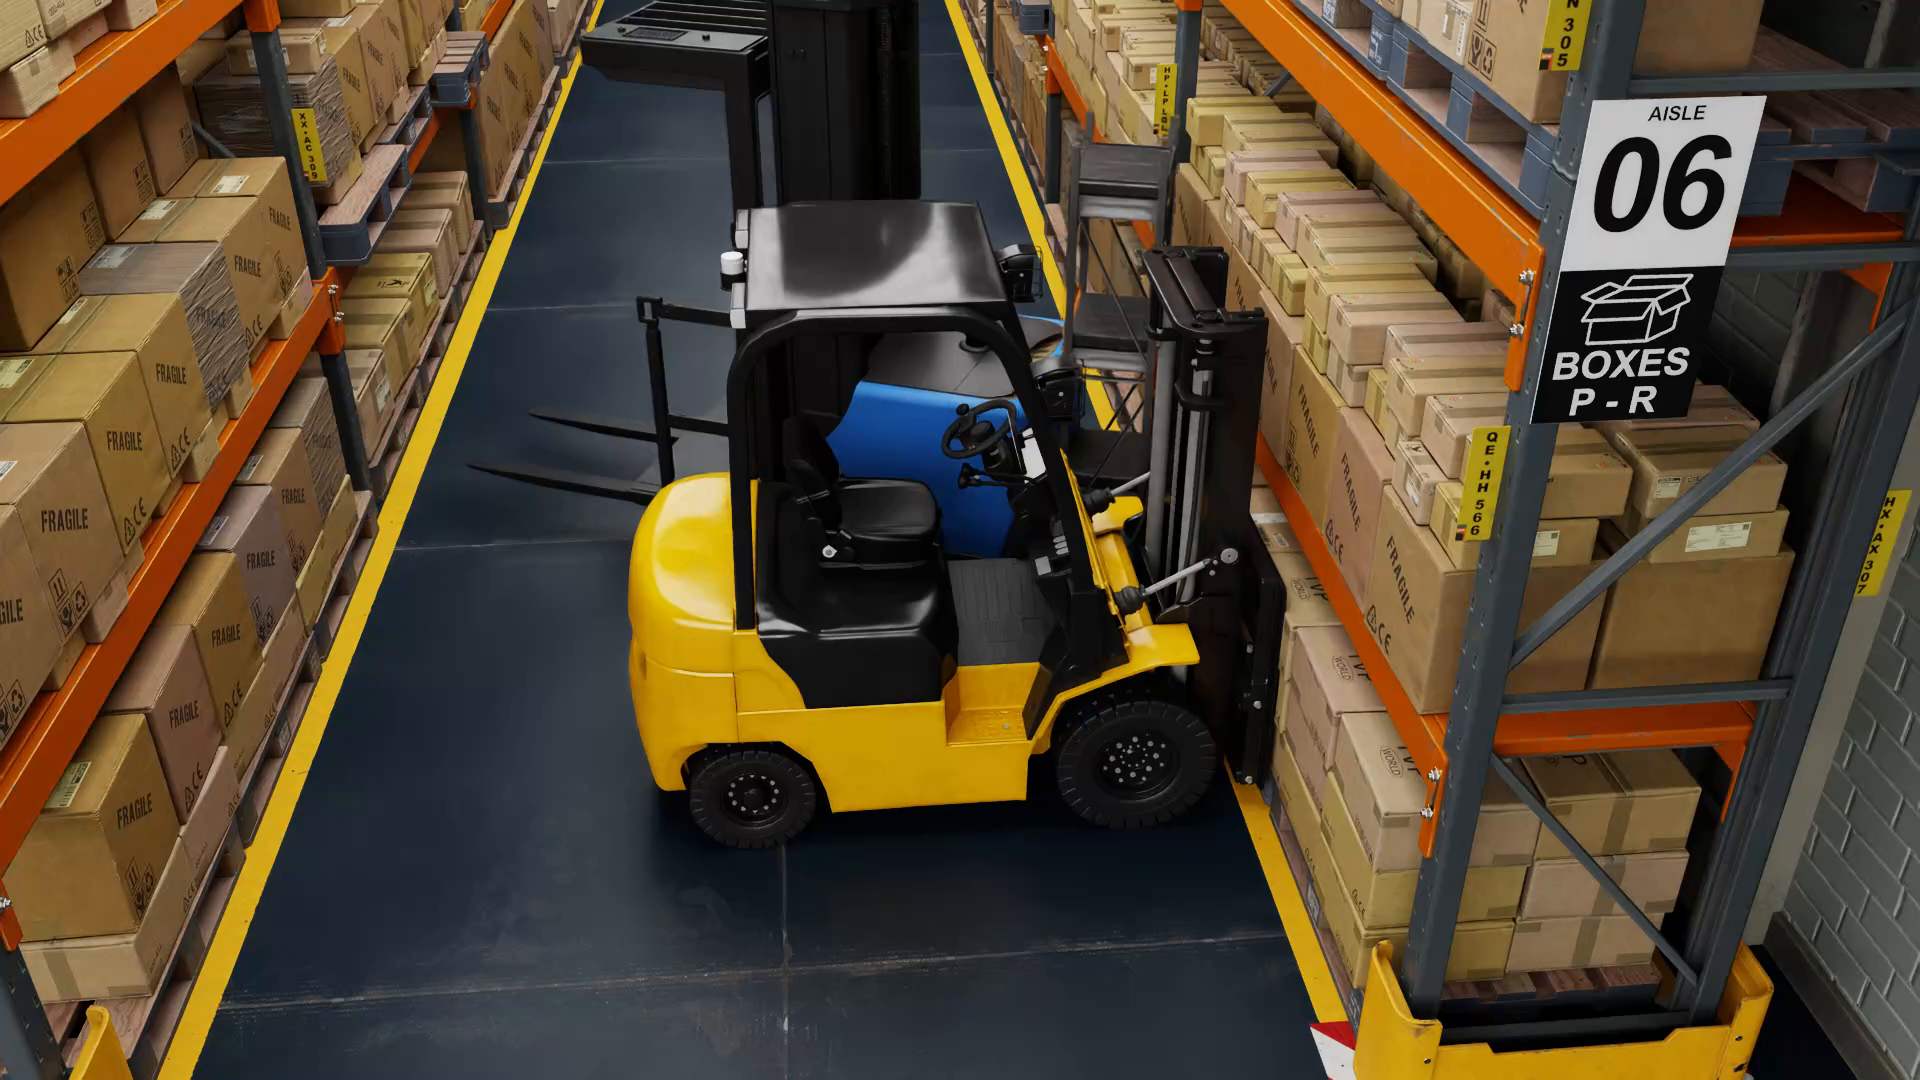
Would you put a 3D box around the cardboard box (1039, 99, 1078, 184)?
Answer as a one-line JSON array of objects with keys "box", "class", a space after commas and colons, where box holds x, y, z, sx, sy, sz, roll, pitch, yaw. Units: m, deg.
[{"box": [0.862, -2.958, 12.304, 0.500, 0.500, 0.500, -2, 31, -3], "class": "cardboard box"}]

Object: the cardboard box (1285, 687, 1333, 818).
[{"box": [1.470, 0.735, 5.879, 0.500, 0.250, 0.500, -3, 31, -5], "class": "cardboard box"}]

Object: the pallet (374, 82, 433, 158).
[{"box": [-3.600, -2.314, 9.386, 1.003, 0.211, 1.213, -3, 31, -5], "class": "pallet"}]

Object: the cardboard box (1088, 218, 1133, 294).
[{"box": [1.293, -1.810, 10.261, 0.875, 0.625, 0.625, -4, 31, -7], "class": "cardboard box"}]

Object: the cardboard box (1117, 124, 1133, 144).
[{"box": [1.130, -2.039, 8.885, 0.500, 0.250, 0.500, -3, 31, -5], "class": "cardboard box"}]

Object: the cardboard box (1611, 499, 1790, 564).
[{"box": [2.090, -0.067, 4.708, 0.380, 0.149, 0.250, -4, 31, -6], "class": "cardboard box"}]

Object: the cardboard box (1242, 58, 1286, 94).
[{"box": [1.675, -2.381, 8.581, 0.380, 0.149, 0.250, -3, 31, -5], "class": "cardboard box"}]

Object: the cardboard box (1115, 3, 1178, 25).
[{"box": [1.104, -3.003, 9.622, 0.380, 0.149, 0.250, -3, 31, -5], "class": "cardboard box"}]

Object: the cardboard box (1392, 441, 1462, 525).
[{"box": [1.499, -0.174, 4.887, 0.380, 0.149, 0.250, -2, 31, -4], "class": "cardboard box"}]

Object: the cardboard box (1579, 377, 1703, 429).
[{"box": [2.015, -0.461, 5.076, 0.380, 0.149, 0.250, -2, 31, -4], "class": "cardboard box"}]

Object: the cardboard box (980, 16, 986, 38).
[{"box": [0.398, -4.914, 15.922, 0.380, 0.149, 0.250, -4, 31, -6], "class": "cardboard box"}]

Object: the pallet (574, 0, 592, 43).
[{"box": [-4.310, -5.266, 16.861, 1.003, 0.211, 1.213, -3, 31, -5], "class": "pallet"}]

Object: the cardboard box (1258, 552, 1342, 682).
[{"box": [1.399, 0.273, 6.165, 0.500, 0.250, 0.500, -2, 31, -4], "class": "cardboard box"}]

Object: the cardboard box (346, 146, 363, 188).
[{"box": [-3.204, -1.861, 8.275, 0.380, 0.149, 0.250, -2, 31, -4], "class": "cardboard box"}]

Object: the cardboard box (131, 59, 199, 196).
[{"box": [-3.627, -1.728, 6.855, 0.700, 0.500, 0.500, -3, 31, -5], "class": "cardboard box"}]

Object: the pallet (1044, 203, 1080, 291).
[{"box": [1.154, -2.025, 11.435, 1.003, 0.211, 1.213, -3, 31, -5], "class": "pallet"}]

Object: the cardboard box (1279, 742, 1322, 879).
[{"box": [1.468, 0.961, 5.988, 0.500, 0.250, 0.500, -3, 31, -5], "class": "cardboard box"}]

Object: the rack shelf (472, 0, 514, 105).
[{"box": [-4.013, -4.117, 12.920, 1.077, 0.370, 4.000, -3, 31, -5], "class": "rack shelf"}]

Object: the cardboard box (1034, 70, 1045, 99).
[{"box": [0.761, -3.408, 12.427, 0.380, 0.149, 0.250, -4, 31, -7], "class": "cardboard box"}]

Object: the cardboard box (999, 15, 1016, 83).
[{"box": [0.623, -4.265, 14.493, 0.500, 0.500, 0.500, -3, 31, -5], "class": "cardboard box"}]

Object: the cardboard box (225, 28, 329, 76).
[{"box": [-3.144, -2.249, 7.661, 0.380, 0.149, 0.250, -3, 31, -5], "class": "cardboard box"}]

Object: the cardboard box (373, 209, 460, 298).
[{"box": [-3.706, -1.792, 10.478, 0.950, 0.372, 0.625, -3, 31, -6], "class": "cardboard box"}]

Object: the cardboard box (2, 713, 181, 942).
[{"box": [-2.881, 0.920, 5.325, 0.500, 0.500, 0.500, -4, 31, -6], "class": "cardboard box"}]

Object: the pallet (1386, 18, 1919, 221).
[{"box": [1.823, -1.172, 4.449, 1.003, 0.211, 1.213, -3, 31, -5], "class": "pallet"}]

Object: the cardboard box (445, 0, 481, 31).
[{"box": [-3.621, -3.603, 11.502, 0.500, 0.250, 0.500, -3, 31, -5], "class": "cardboard box"}]

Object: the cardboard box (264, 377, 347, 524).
[{"box": [-3.130, -0.395, 7.527, 0.500, 0.500, 0.500, -3, 31, -5], "class": "cardboard box"}]

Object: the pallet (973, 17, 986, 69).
[{"box": [0.679, -4.840, 16.148, 1.003, 0.211, 1.213, -3, 31, -5], "class": "pallet"}]

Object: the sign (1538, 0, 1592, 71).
[{"box": [1.322, -1.175, 3.581, 0.100, 0.325, 0.005, -3, 31, -5], "class": "sign"}]

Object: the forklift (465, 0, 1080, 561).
[{"box": [-0.979, -1.375, 7.693, 3.031, 2.935, 1.130, 10, 32, 16], "class": "forklift"}]

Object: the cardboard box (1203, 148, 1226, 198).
[{"box": [1.283, -1.616, 7.301, 0.380, 0.149, 0.250, -2, 31, -3], "class": "cardboard box"}]

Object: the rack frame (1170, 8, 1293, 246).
[{"box": [1.490, -1.603, 8.008, 1.000, 3.000, 0.127, -3, 31, -5], "class": "rack frame"}]

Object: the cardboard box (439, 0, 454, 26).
[{"box": [-3.506, -3.537, 10.450, 0.500, 0.500, 0.500, -4, 31, -6], "class": "cardboard box"}]

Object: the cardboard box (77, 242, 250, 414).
[{"box": [-3.055, -0.791, 6.262, 0.500, 0.500, 0.500, -2, 31, -3], "class": "cardboard box"}]

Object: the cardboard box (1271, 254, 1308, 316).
[{"box": [1.382, -0.958, 6.199, 0.380, 0.149, 0.250, -3, 31, -6], "class": "cardboard box"}]

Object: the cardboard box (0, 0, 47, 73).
[{"box": [-2.970, -1.461, 4.703, 0.500, 0.250, 0.500, -2, 31, -3], "class": "cardboard box"}]

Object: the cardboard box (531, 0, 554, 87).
[{"box": [-4.062, -4.403, 14.358, 0.875, 0.875, 0.875, -2, 31, -3], "class": "cardboard box"}]

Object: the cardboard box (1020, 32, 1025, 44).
[{"box": [0.695, -4.213, 13.774, 0.380, 0.149, 0.250, -2, 31, -3], "class": "cardboard box"}]

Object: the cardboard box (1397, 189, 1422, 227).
[{"box": [1.908, -1.248, 6.394, 0.380, 0.149, 0.250, -3, 31, -5], "class": "cardboard box"}]

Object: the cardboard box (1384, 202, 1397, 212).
[{"box": [1.843, -1.249, 6.685, 0.380, 0.149, 0.250, -2, 31, -3], "class": "cardboard box"}]

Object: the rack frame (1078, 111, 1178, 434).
[{"box": [0.747, -0.957, 7.796, 0.400, 2.100, 0.015, 6, 31, 9], "class": "rack frame"}]

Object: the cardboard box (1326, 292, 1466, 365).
[{"box": [1.431, -0.697, 5.472, 0.380, 0.149, 0.250, -2, 31, -3], "class": "cardboard box"}]

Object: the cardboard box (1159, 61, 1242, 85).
[{"box": [1.224, -2.346, 8.523, 0.380, 0.149, 0.250, -3, 31, -5], "class": "cardboard box"}]

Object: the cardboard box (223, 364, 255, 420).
[{"box": [-3.020, -0.587, 6.552, 0.380, 0.149, 0.250, -3, 31, -5], "class": "cardboard box"}]

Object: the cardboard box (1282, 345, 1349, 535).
[{"box": [1.468, -0.369, 5.845, 0.500, 0.500, 0.500, -3, 31, -6], "class": "cardboard box"}]

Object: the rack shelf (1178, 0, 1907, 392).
[{"box": [1.676, -1.560, 5.714, 1.077, 0.370, 4.000, -3, 31, -5], "class": "rack shelf"}]

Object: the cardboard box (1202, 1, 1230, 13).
[{"box": [1.510, -3.027, 9.662, 0.380, 0.149, 0.250, -2, 31, -3], "class": "cardboard box"}]

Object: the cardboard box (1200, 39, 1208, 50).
[{"box": [1.567, -2.805, 9.680, 0.500, 0.250, 0.500, -3, 31, -6], "class": "cardboard box"}]

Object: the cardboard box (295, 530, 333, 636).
[{"box": [-3.069, 0.198, 7.266, 0.500, 0.250, 0.500, -4, 31, -6], "class": "cardboard box"}]

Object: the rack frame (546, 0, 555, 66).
[{"box": [-4.199, -5.447, 14.445, 1.000, 3.000, 0.127, -3, 31, -5], "class": "rack frame"}]

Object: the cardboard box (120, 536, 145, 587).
[{"box": [-2.921, 0.074, 5.446, 0.380, 0.149, 0.250, -2, 31, -3], "class": "cardboard box"}]

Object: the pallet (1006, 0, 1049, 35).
[{"box": [0.983, -3.905, 12.050, 1.213, 0.211, 1.003, -3, 31, -5], "class": "pallet"}]

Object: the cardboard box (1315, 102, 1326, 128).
[{"box": [1.820, -1.903, 7.491, 0.380, 0.149, 0.250, -3, 31, -4], "class": "cardboard box"}]

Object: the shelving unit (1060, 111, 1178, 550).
[{"box": [0.702, -0.834, 7.590, 0.431, 2.100, 0.503, 6, 31, 9], "class": "shelving unit"}]

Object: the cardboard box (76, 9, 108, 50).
[{"box": [-3.097, -1.734, 5.547, 0.380, 0.149, 0.250, -2, 31, -4], "class": "cardboard box"}]

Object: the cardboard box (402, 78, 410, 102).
[{"box": [-3.337, -2.534, 9.403, 0.380, 0.149, 0.250, -4, 31, -6], "class": "cardboard box"}]

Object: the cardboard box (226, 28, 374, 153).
[{"box": [-3.258, -2.223, 8.249, 0.500, 0.500, 0.500, -3, 31, -4], "class": "cardboard box"}]

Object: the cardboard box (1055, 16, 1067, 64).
[{"box": [0.914, -3.342, 11.066, 0.500, 0.250, 0.500, -3, 31, -4], "class": "cardboard box"}]

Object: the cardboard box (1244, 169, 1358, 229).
[{"box": [1.344, -1.348, 6.562, 0.380, 0.149, 0.250, -3, 31, -5], "class": "cardboard box"}]

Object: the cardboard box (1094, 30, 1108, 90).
[{"box": [1.064, -2.773, 9.627, 0.500, 0.250, 0.500, -2, 31, -4], "class": "cardboard box"}]
